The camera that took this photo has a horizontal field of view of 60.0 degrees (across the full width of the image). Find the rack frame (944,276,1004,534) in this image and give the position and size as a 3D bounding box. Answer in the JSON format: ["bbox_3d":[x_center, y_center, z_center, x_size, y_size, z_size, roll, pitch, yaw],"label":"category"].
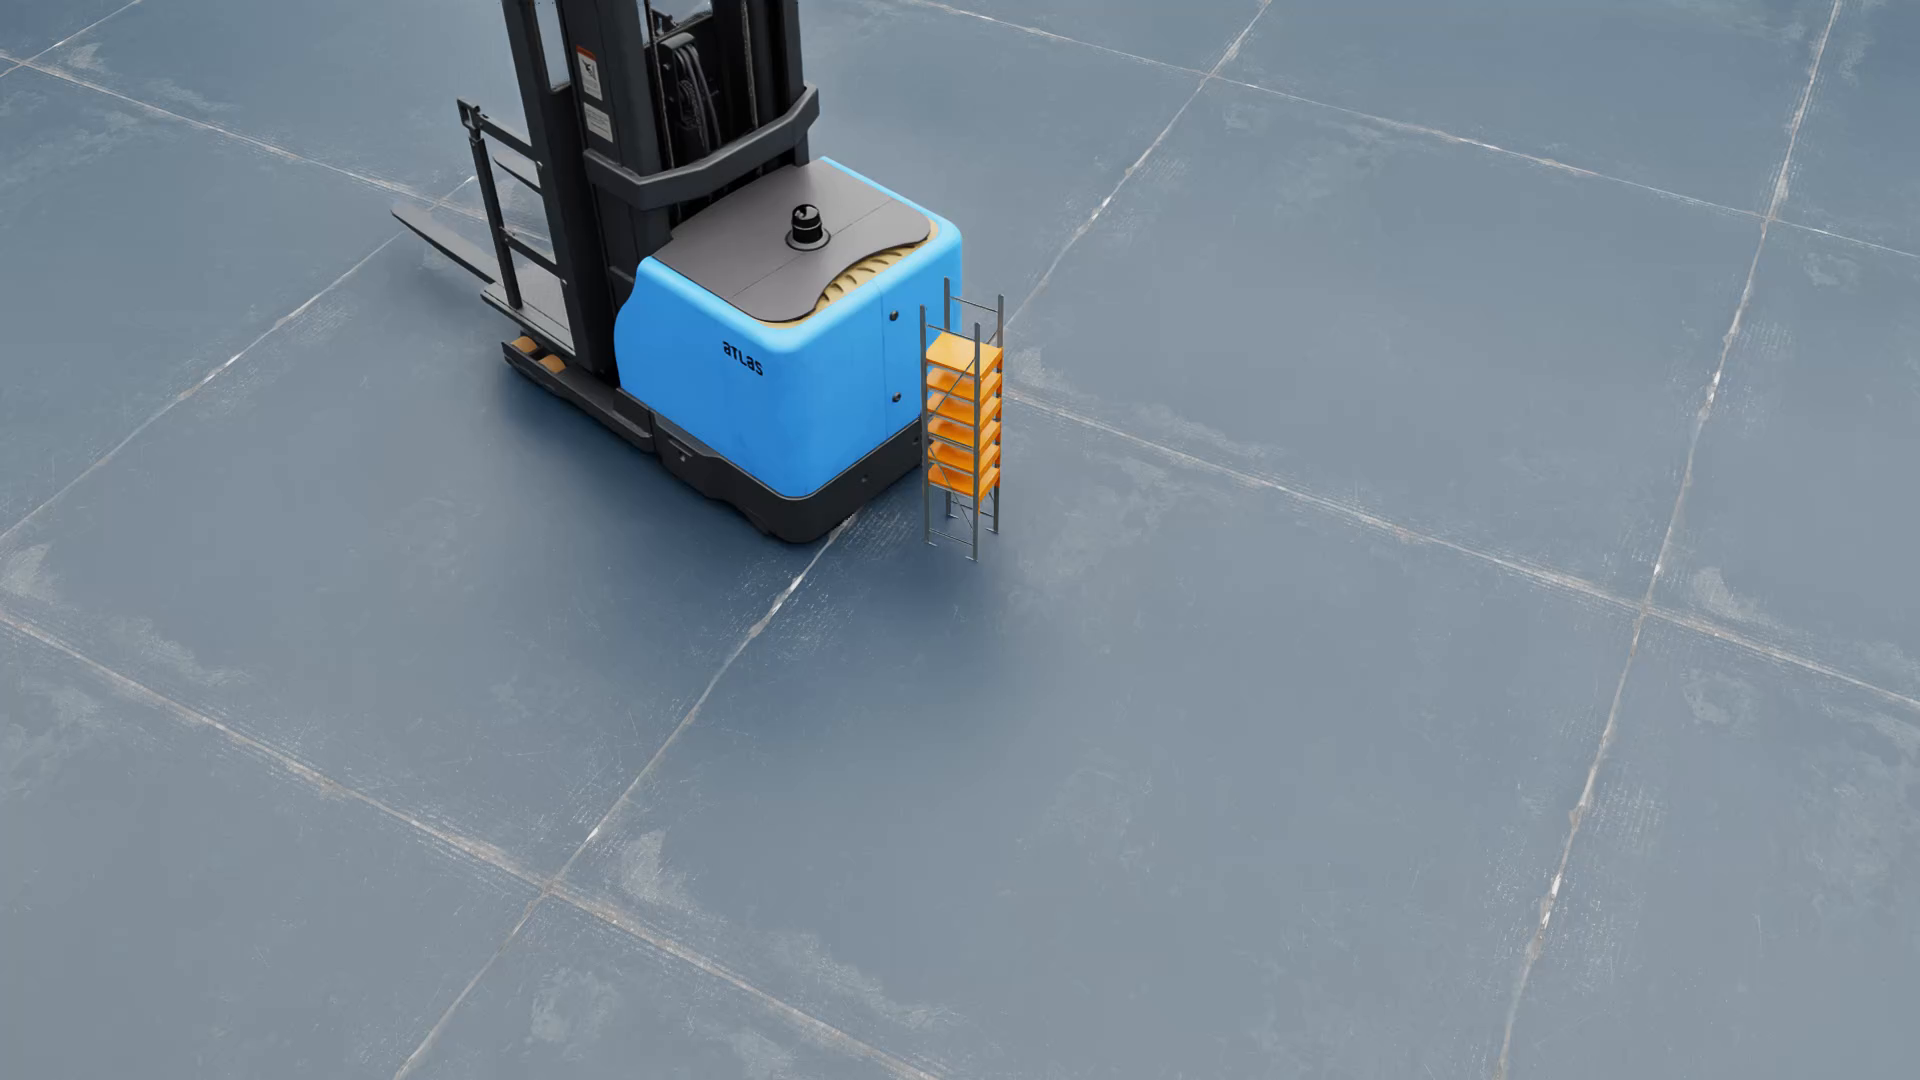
[{"bbox_3d":[0.049,-0.489,6.389,0.240,1.200,0.006,20,49,19],"label":"rack frame"}]

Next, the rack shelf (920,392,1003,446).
[{"bbox_3d":[0.007,-0.484,6.279,0.258,0.103,0.180,20,49,19],"label":"rack shelf"}]

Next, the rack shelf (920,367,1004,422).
[{"bbox_3d":[0.007,-0.568,6.193,0.258,0.103,0.180,20,49,19],"label":"rack shelf"}]

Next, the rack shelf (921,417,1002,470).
[{"bbox_3d":[0.007,-0.400,6.364,0.258,0.103,0.180,20,49,19],"label":"rack shelf"}]

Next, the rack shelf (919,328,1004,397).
[{"bbox_3d":[0.007,-0.653,6.108,0.258,0.103,0.180,20,49,19],"label":"rack shelf"}]

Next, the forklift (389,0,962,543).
[{"bbox_3d":[-1.408,-1.934,6.601,3.031,2.935,1.130,33,54,28],"label":"forklift"}]

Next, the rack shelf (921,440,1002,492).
[{"bbox_3d":[0.007,-0.315,6.449,0.258,0.103,0.180,20,49,19],"label":"rack shelf"}]

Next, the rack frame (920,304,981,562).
[{"bbox_3d":[-0.036,-0.373,6.275,0.240,1.200,0.006,20,49,19],"label":"rack frame"}]

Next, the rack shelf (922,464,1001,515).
[{"bbox_3d":[0.007,-0.231,6.535,0.258,0.103,0.180,20,49,19],"label":"rack shelf"}]

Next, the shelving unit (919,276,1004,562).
[{"bbox_3d":[0.007,-0.431,6.332,0.258,1.200,0.189,20,49,19],"label":"shelving unit"}]
